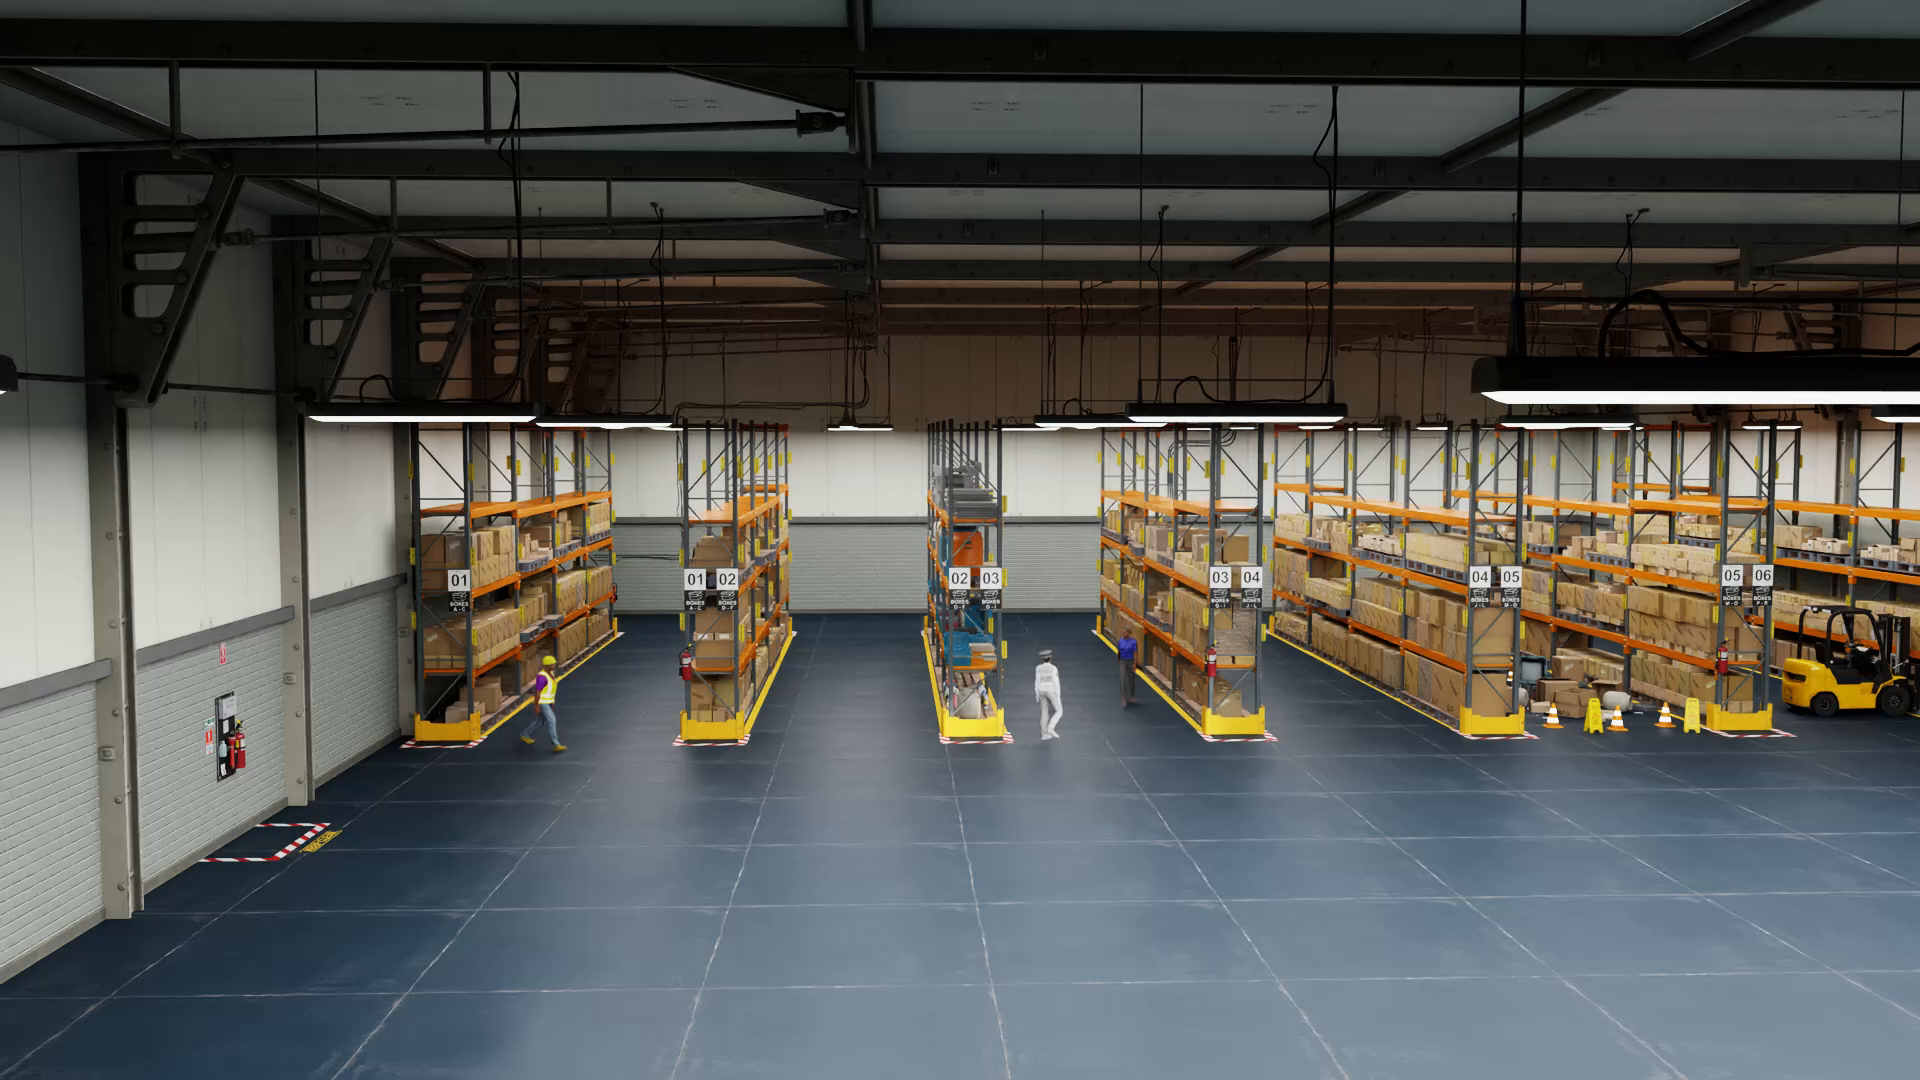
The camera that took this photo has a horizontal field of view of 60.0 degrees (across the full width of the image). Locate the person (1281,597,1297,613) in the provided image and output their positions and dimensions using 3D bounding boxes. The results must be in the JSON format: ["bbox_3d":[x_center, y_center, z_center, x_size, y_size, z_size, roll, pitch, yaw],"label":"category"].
[{"bbox_3d":[9.724,1.723,48.854,0.914,1.739,0.563,0,4,1],"label":"person"}]

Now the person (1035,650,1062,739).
[{"bbox_3d":[1.638,2.894,31.121,0.607,1.655,0.422,3,5,37],"label":"person"}]

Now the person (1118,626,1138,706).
[{"bbox_3d":[3.534,2.641,35.127,0.471,1.623,0.869,1,4,14],"label":"person"}]

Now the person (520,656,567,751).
[{"bbox_3d":[-7.543,2.943,30.089,1.098,1.715,0.585,1,4,18],"label":"person"}]
